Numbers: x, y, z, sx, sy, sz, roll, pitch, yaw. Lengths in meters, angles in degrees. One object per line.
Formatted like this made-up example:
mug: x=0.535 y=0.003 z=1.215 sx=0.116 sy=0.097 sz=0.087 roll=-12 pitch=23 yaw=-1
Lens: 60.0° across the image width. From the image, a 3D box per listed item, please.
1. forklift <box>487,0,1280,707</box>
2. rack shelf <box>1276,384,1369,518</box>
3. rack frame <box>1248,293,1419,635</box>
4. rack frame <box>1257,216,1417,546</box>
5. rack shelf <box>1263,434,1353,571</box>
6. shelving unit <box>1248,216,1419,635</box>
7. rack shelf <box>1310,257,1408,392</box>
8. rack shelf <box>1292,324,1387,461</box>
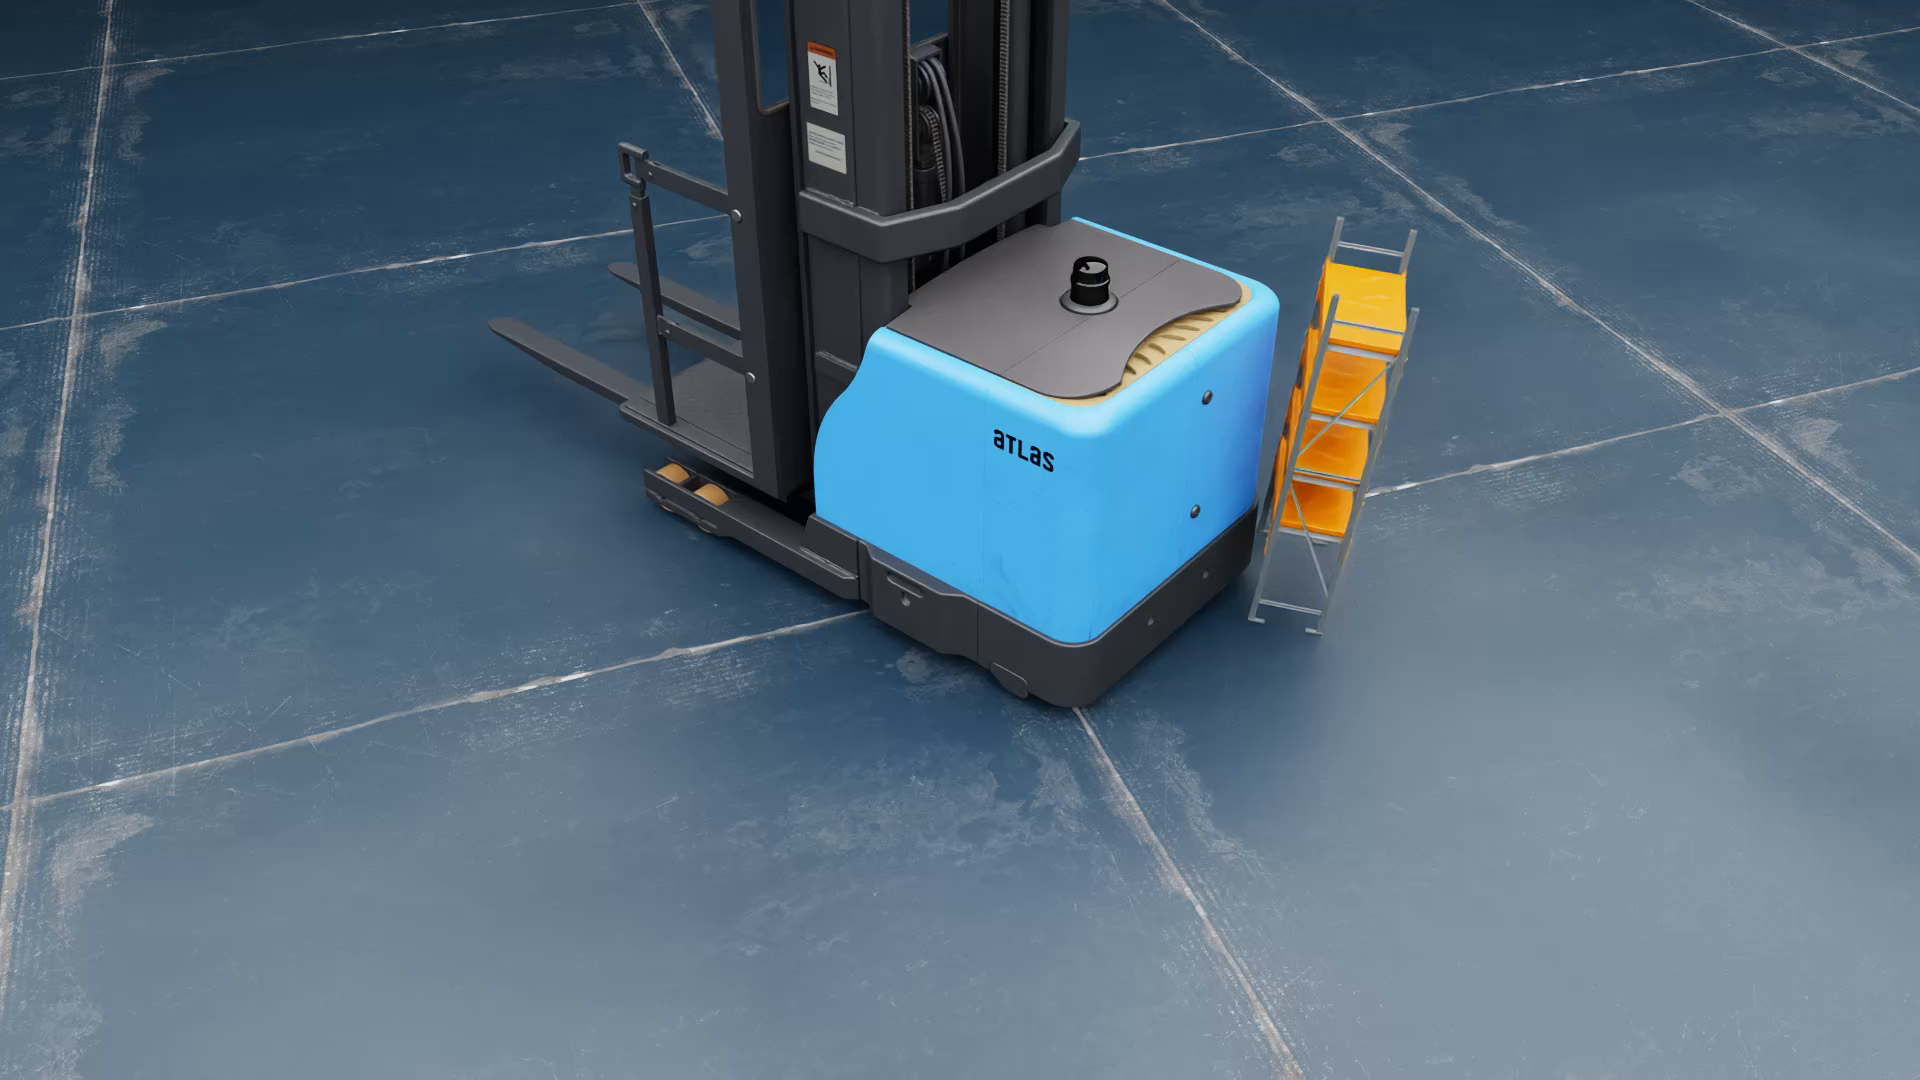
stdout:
forklift: x=-0.480 y=-1.413 z=5.190 sx=3.031 sy=2.935 sz=1.130 roll=27 pitch=45 yaw=31
rack shelf: x=1.145 y=-0.283 z=5.221 sx=0.258 sy=0.148 sz=0.480 roll=11 pitch=38 yaw=6
rack frame: x=1.101 y=-0.191 z=4.989 sx=0.240 sy=1.200 sz=0.015 roll=11 pitch=38 yaw=6
rack frame: x=1.200 y=-0.479 z=5.371 sx=0.240 sy=1.200 sz=0.015 roll=11 pitch=38 yaw=6
rack shelf: x=1.126 y=-0.127 z=5.343 sx=0.258 sy=0.148 sz=0.480 roll=11 pitch=38 yaw=6
shelving unit: x=1.151 y=-0.335 z=5.180 sx=0.258 sy=1.200 sz=0.503 roll=11 pitch=38 yaw=6
rack shelf: x=1.186 y=-0.643 z=4.938 sx=0.258 sy=0.148 sz=0.480 roll=11 pitch=38 yaw=6
rack shelf: x=1.165 y=-0.458 z=5.084 sx=0.258 sy=0.148 sz=0.480 roll=11 pitch=38 yaw=6
